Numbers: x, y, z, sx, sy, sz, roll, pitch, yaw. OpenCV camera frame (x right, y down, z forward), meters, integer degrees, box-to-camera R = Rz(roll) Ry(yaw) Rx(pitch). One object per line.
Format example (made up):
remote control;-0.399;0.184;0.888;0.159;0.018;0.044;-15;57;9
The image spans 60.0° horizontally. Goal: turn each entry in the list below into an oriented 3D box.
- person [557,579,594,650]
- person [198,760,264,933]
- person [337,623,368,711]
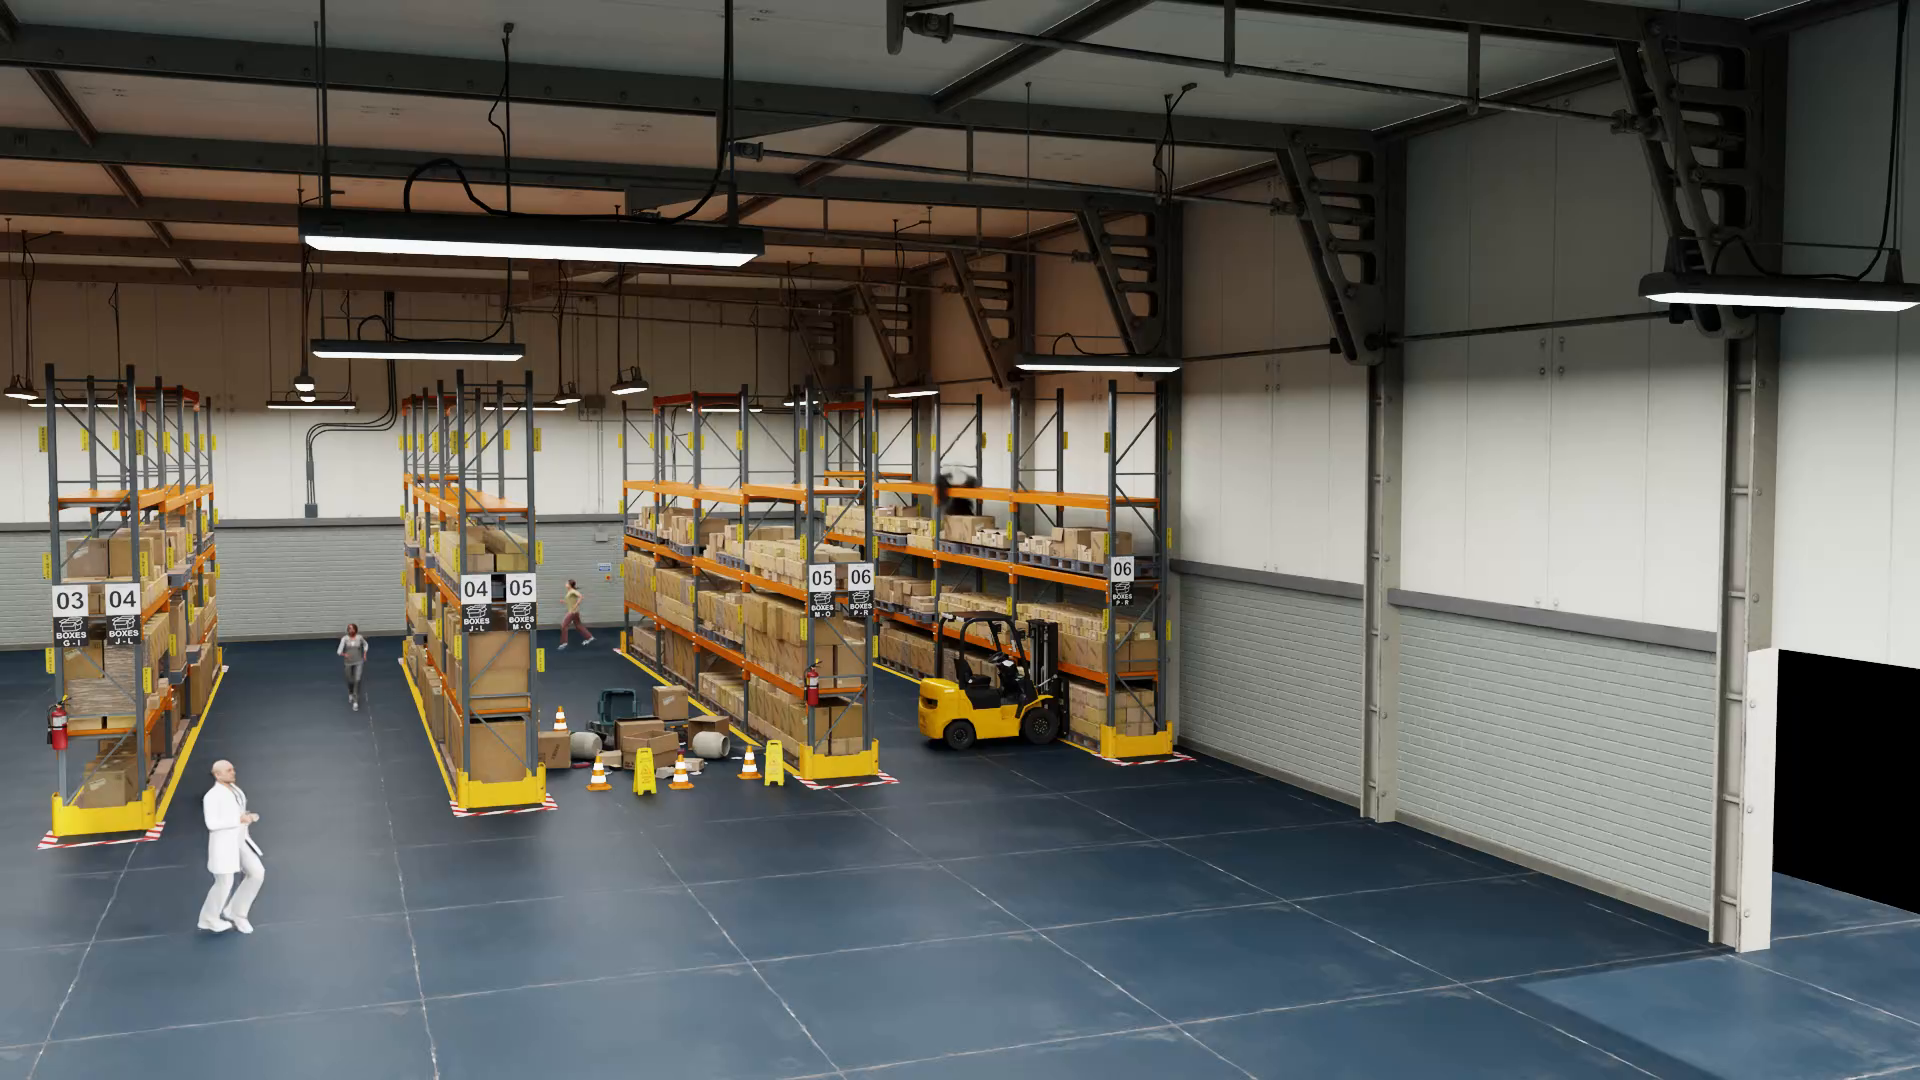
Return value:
person;-9.357;1.807;40.459;0.895;1.703;0.585;-1;3;-15
person;-7.400;3.136;16.901;0.755;1.814;0.688;1;3;11
person;-11.456;2.475;31.404;0.551;1.385;0.876;-1;4;-19
